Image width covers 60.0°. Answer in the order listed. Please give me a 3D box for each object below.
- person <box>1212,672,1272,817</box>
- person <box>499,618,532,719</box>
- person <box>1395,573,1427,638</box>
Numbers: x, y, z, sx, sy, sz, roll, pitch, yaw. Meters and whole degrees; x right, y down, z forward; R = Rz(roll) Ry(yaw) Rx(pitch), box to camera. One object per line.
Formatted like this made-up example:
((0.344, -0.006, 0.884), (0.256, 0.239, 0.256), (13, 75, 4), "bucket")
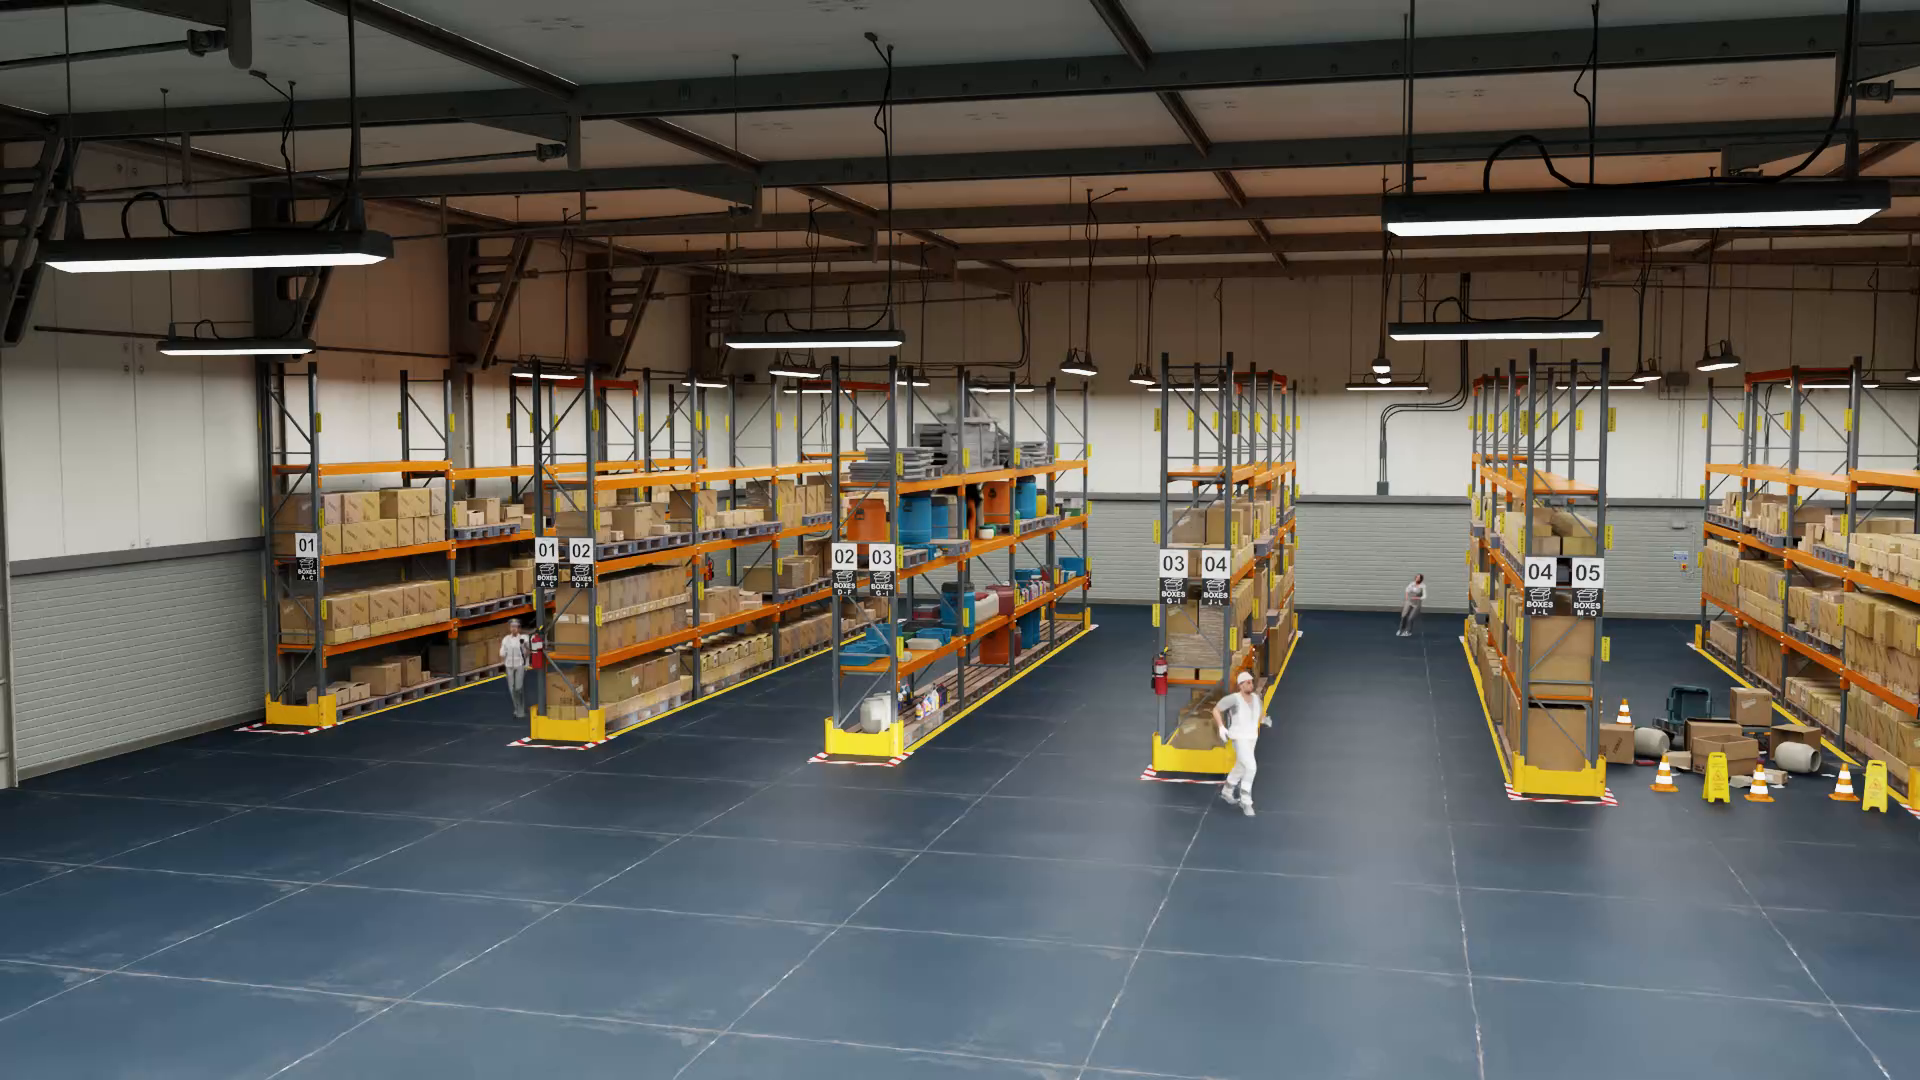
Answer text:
((3.662, 2.612, 21.442), (0.636, 1.844, 0.787), (-3, 5, -39), "person")
((-7.528, 2.184, 28.195), (0.594, 1.707, 0.638), (0, 4, 2), "person")
((10.521, 1.532, 38.715), (0.720, 1.526, 0.613), (3, 5, 35), "person")
